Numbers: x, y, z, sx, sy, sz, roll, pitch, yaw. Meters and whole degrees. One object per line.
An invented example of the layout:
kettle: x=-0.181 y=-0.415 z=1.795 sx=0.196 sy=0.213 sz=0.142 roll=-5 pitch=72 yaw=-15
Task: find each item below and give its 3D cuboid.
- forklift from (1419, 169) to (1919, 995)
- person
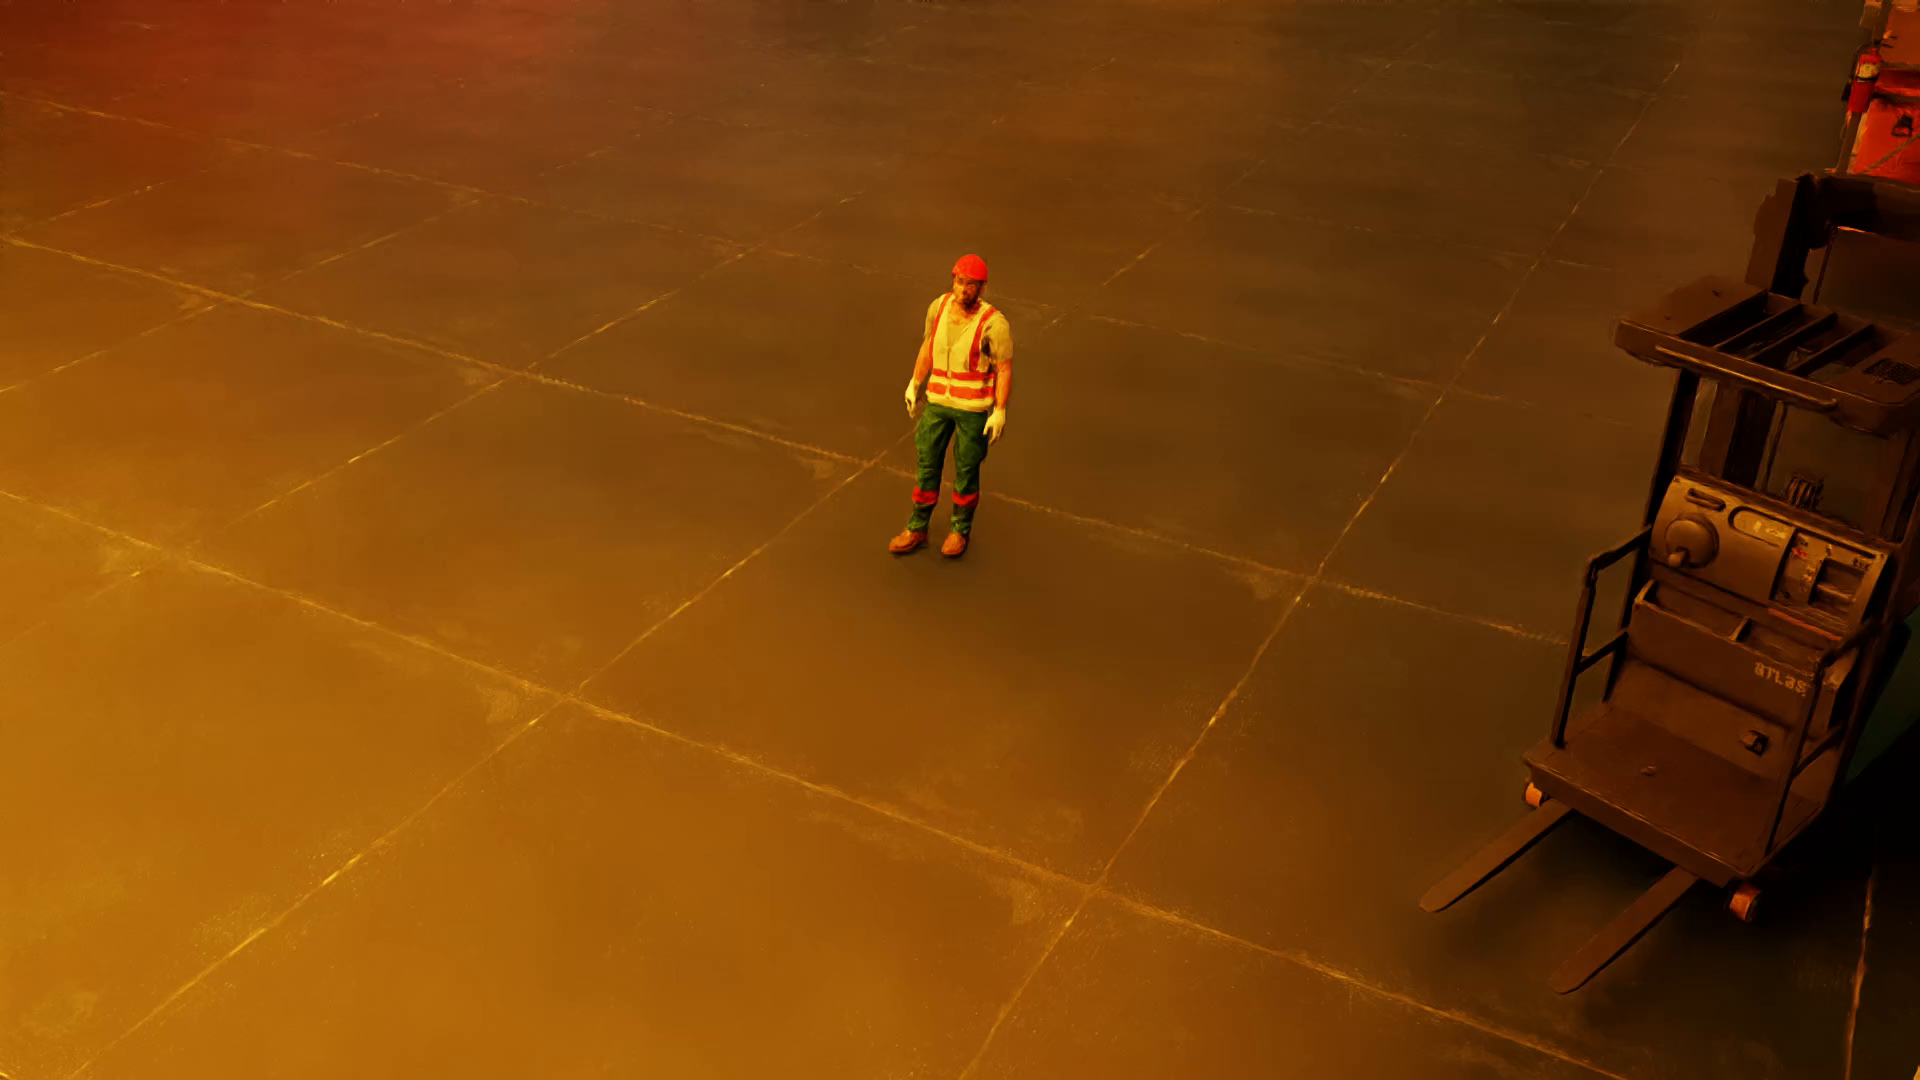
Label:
forklift: x=3.270 y=0.073 z=6.944 sx=3.031 sy=2.935 sz=1.130 roll=-24 pitch=37 yaw=-35
person: x=-0.048 y=-0.748 z=9.496 sx=0.637 sy=1.787 sz=0.563 roll=15 pitch=33 yaw=25
